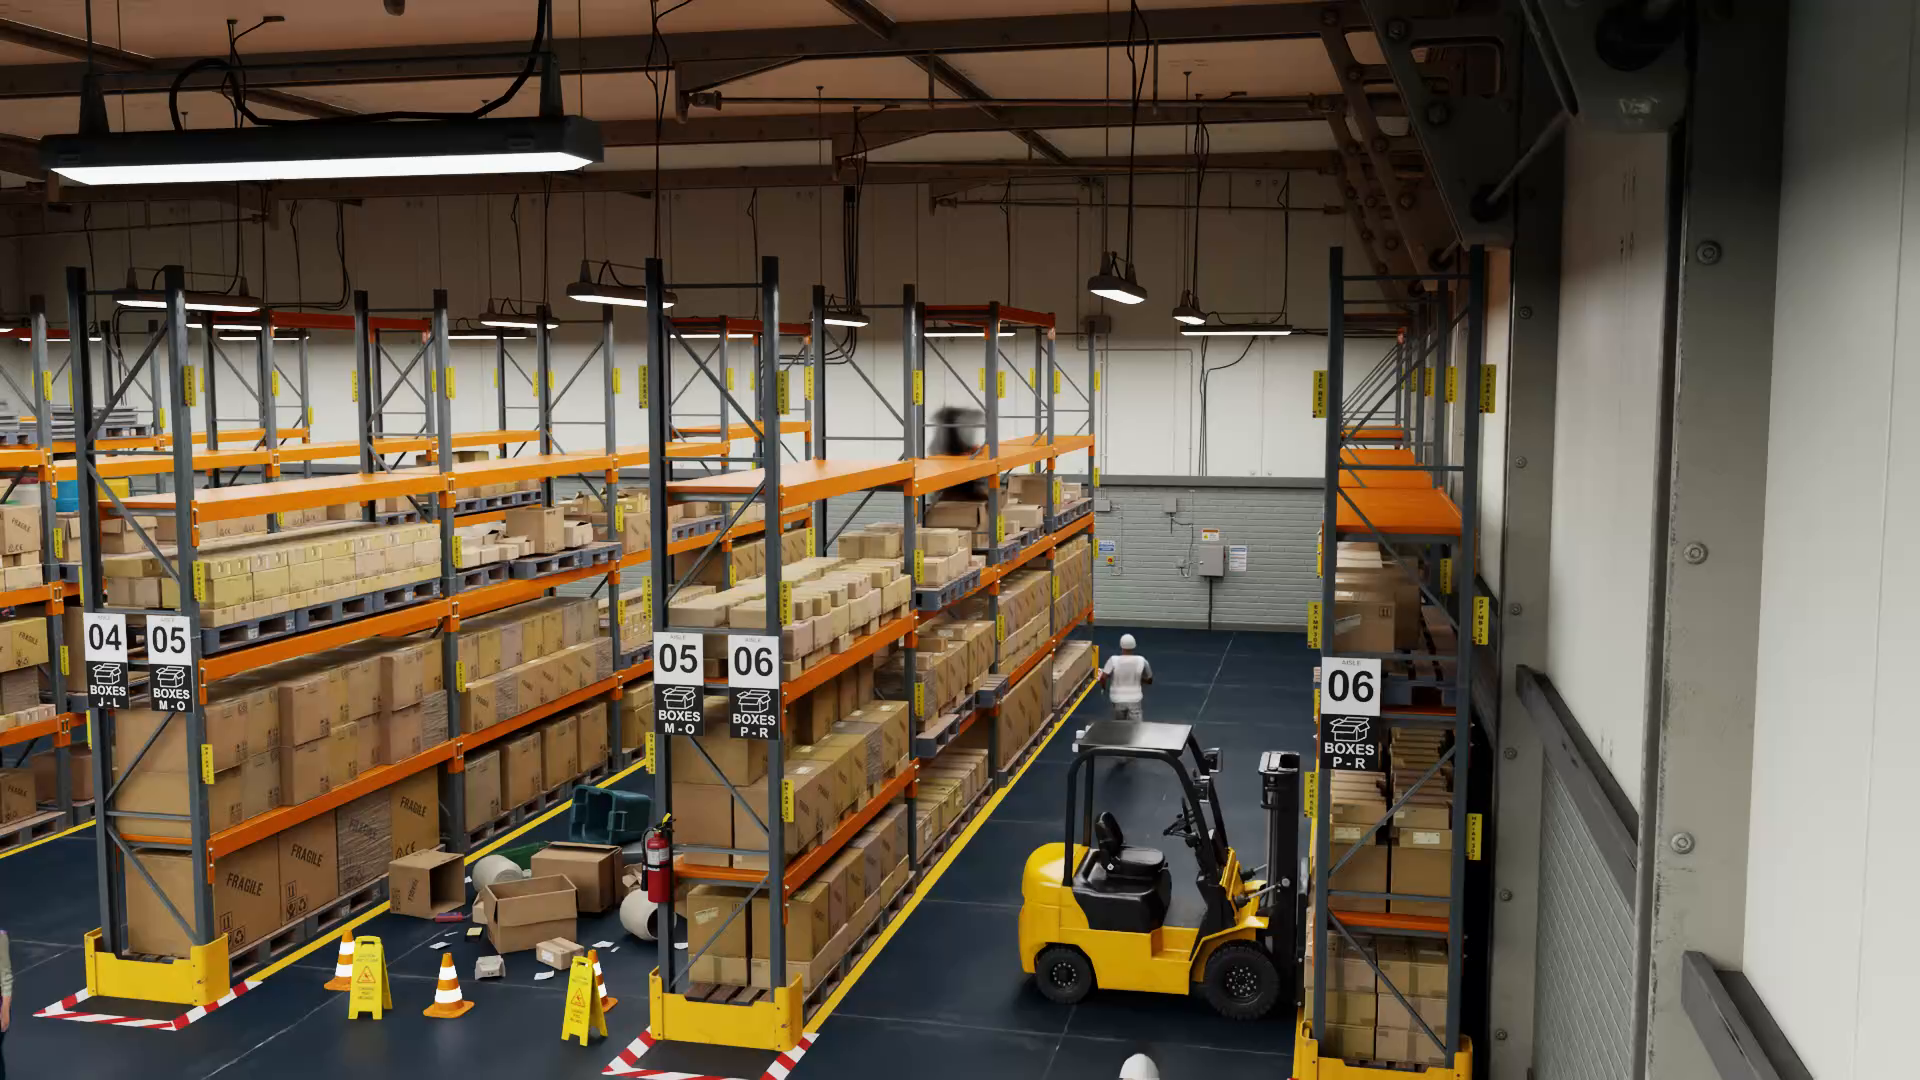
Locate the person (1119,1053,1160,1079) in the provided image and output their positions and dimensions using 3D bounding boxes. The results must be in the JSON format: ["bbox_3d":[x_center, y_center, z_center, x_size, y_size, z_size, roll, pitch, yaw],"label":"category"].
[{"bbox_3d":[0.918,3.428,8.556,0.644,1.725,0.728,2,6,22],"label":"person"}]

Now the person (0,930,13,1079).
[{"bbox_3d":[-6.731,3.214,11.438,0.501,1.588,0.406,0,6,-1],"label":"person"}]

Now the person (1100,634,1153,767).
[{"bbox_3d":[2.170,2.091,21.637,0.684,1.762,0.957,1,6,7],"label":"person"}]
